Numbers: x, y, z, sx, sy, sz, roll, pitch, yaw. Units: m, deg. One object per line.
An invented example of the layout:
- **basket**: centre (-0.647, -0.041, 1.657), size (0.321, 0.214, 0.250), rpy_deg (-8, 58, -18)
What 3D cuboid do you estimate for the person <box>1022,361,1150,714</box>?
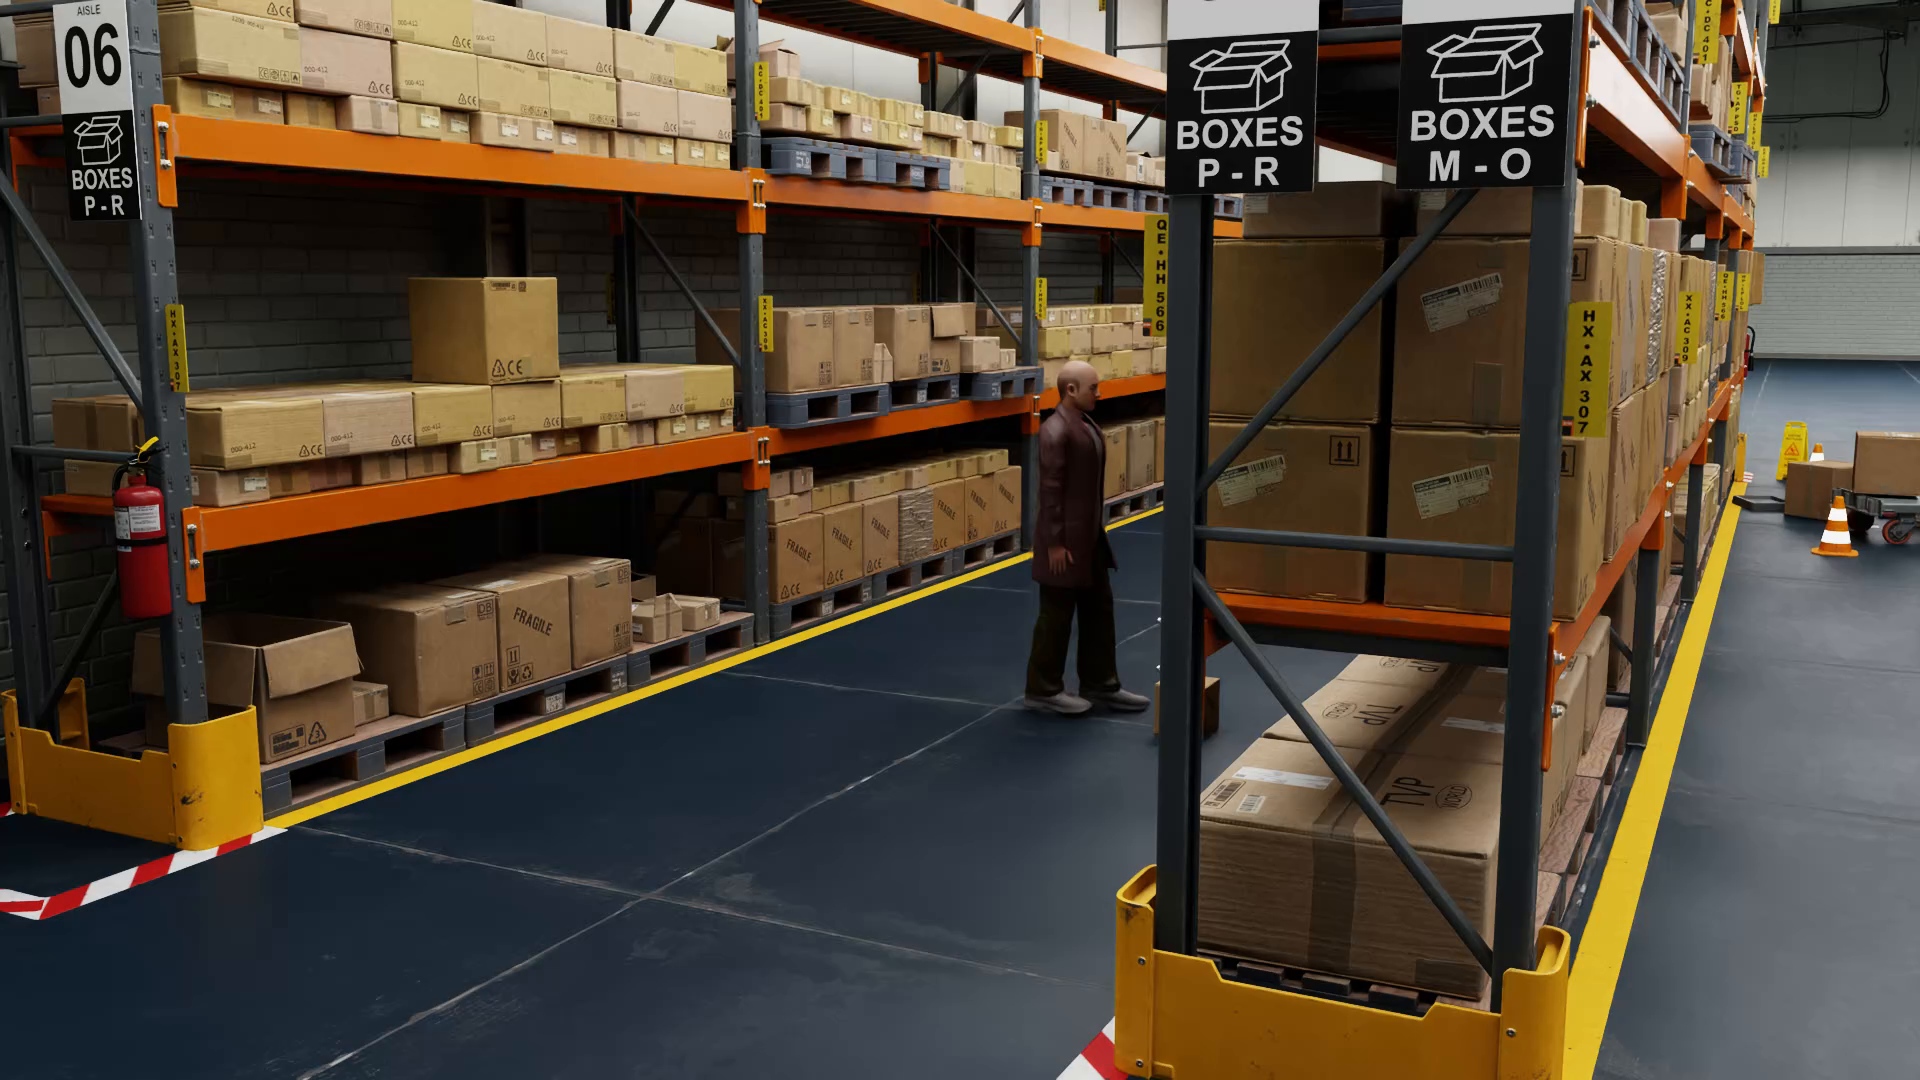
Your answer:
- **person**: centre (0.637, 0.018, 8.384), size (0.612, 1.728, 0.609), rpy_deg (4, 10, 22)
